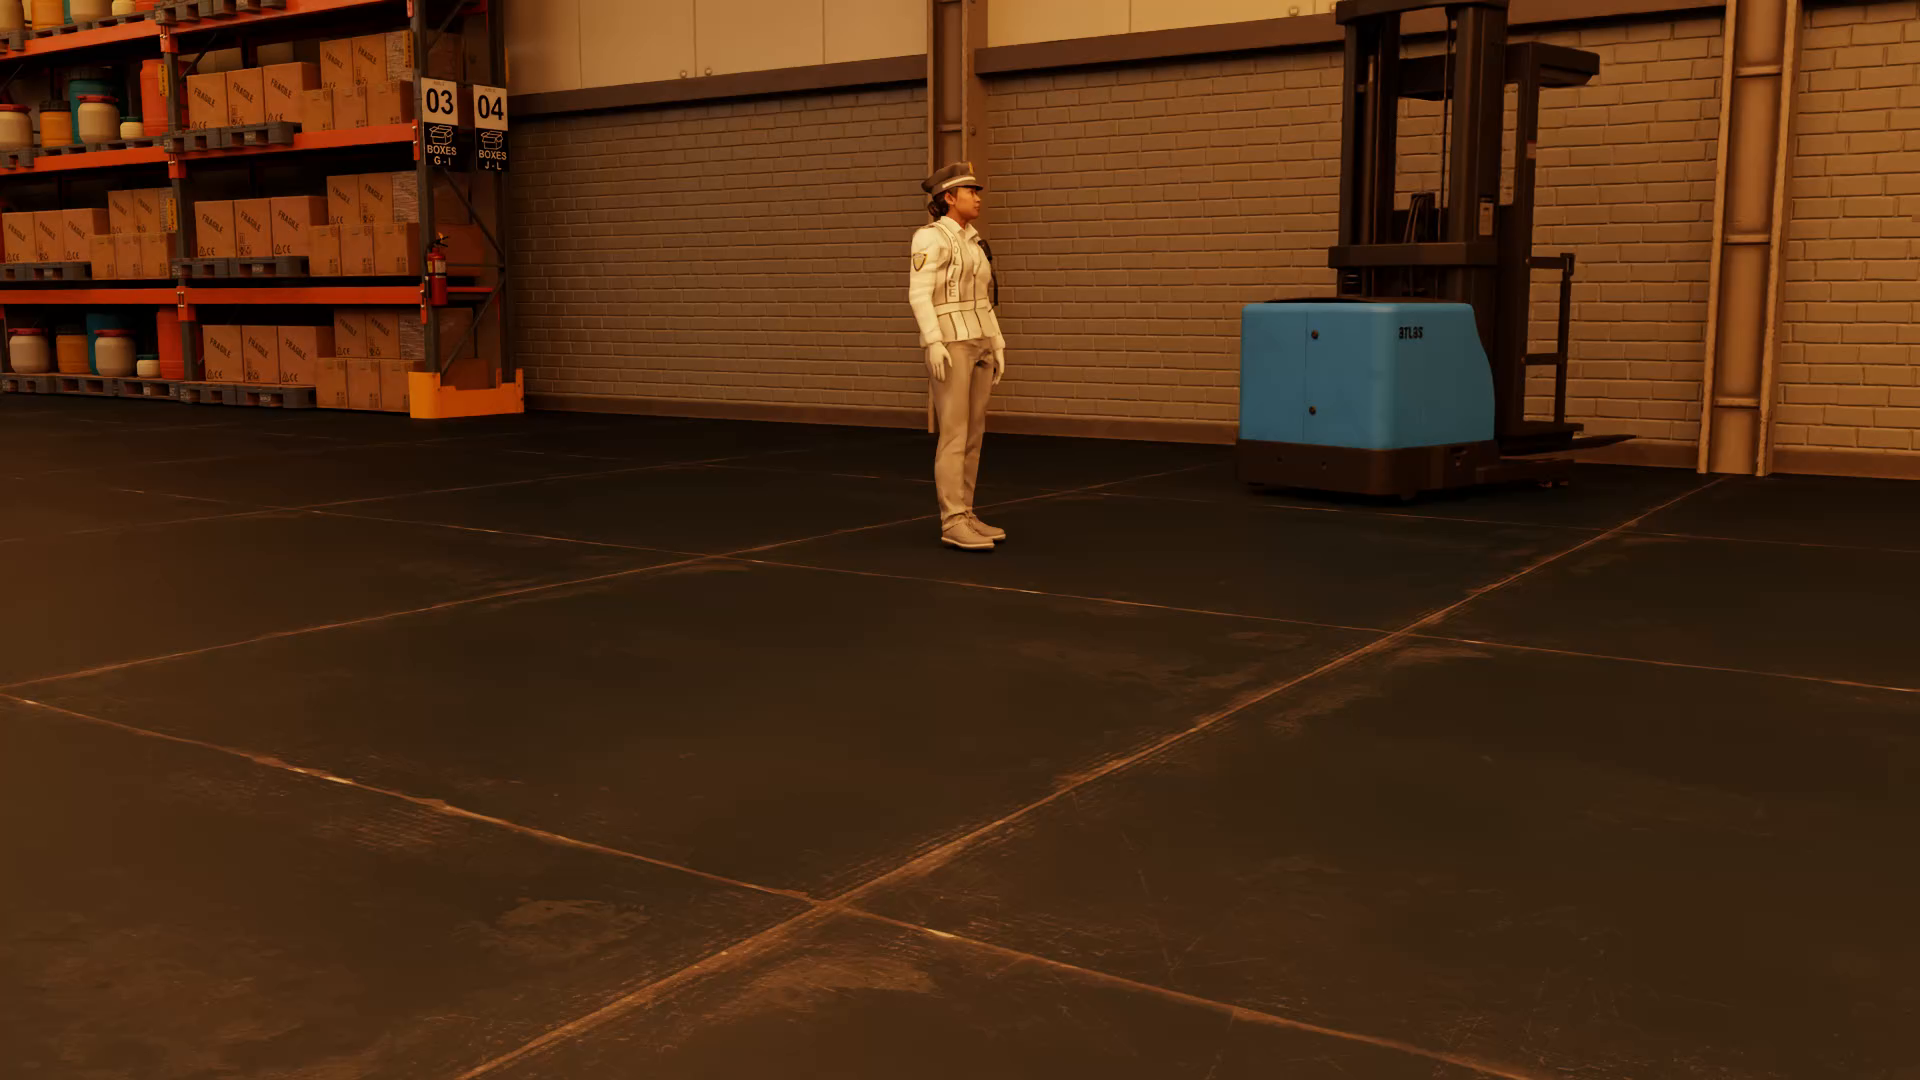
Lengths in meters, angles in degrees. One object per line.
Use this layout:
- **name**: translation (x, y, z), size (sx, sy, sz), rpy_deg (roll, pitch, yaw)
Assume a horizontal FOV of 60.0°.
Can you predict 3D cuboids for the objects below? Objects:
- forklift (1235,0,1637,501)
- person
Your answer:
- **forklift**: translation (3.016, -1.803, 9.870), size (3.031, 2.935, 1.130), rpy_deg (-7, 11, -40)
- **person**: translation (0.053, -0.840, 7.440), size (0.531, 1.695, 0.587), rpy_deg (5, 10, 34)
